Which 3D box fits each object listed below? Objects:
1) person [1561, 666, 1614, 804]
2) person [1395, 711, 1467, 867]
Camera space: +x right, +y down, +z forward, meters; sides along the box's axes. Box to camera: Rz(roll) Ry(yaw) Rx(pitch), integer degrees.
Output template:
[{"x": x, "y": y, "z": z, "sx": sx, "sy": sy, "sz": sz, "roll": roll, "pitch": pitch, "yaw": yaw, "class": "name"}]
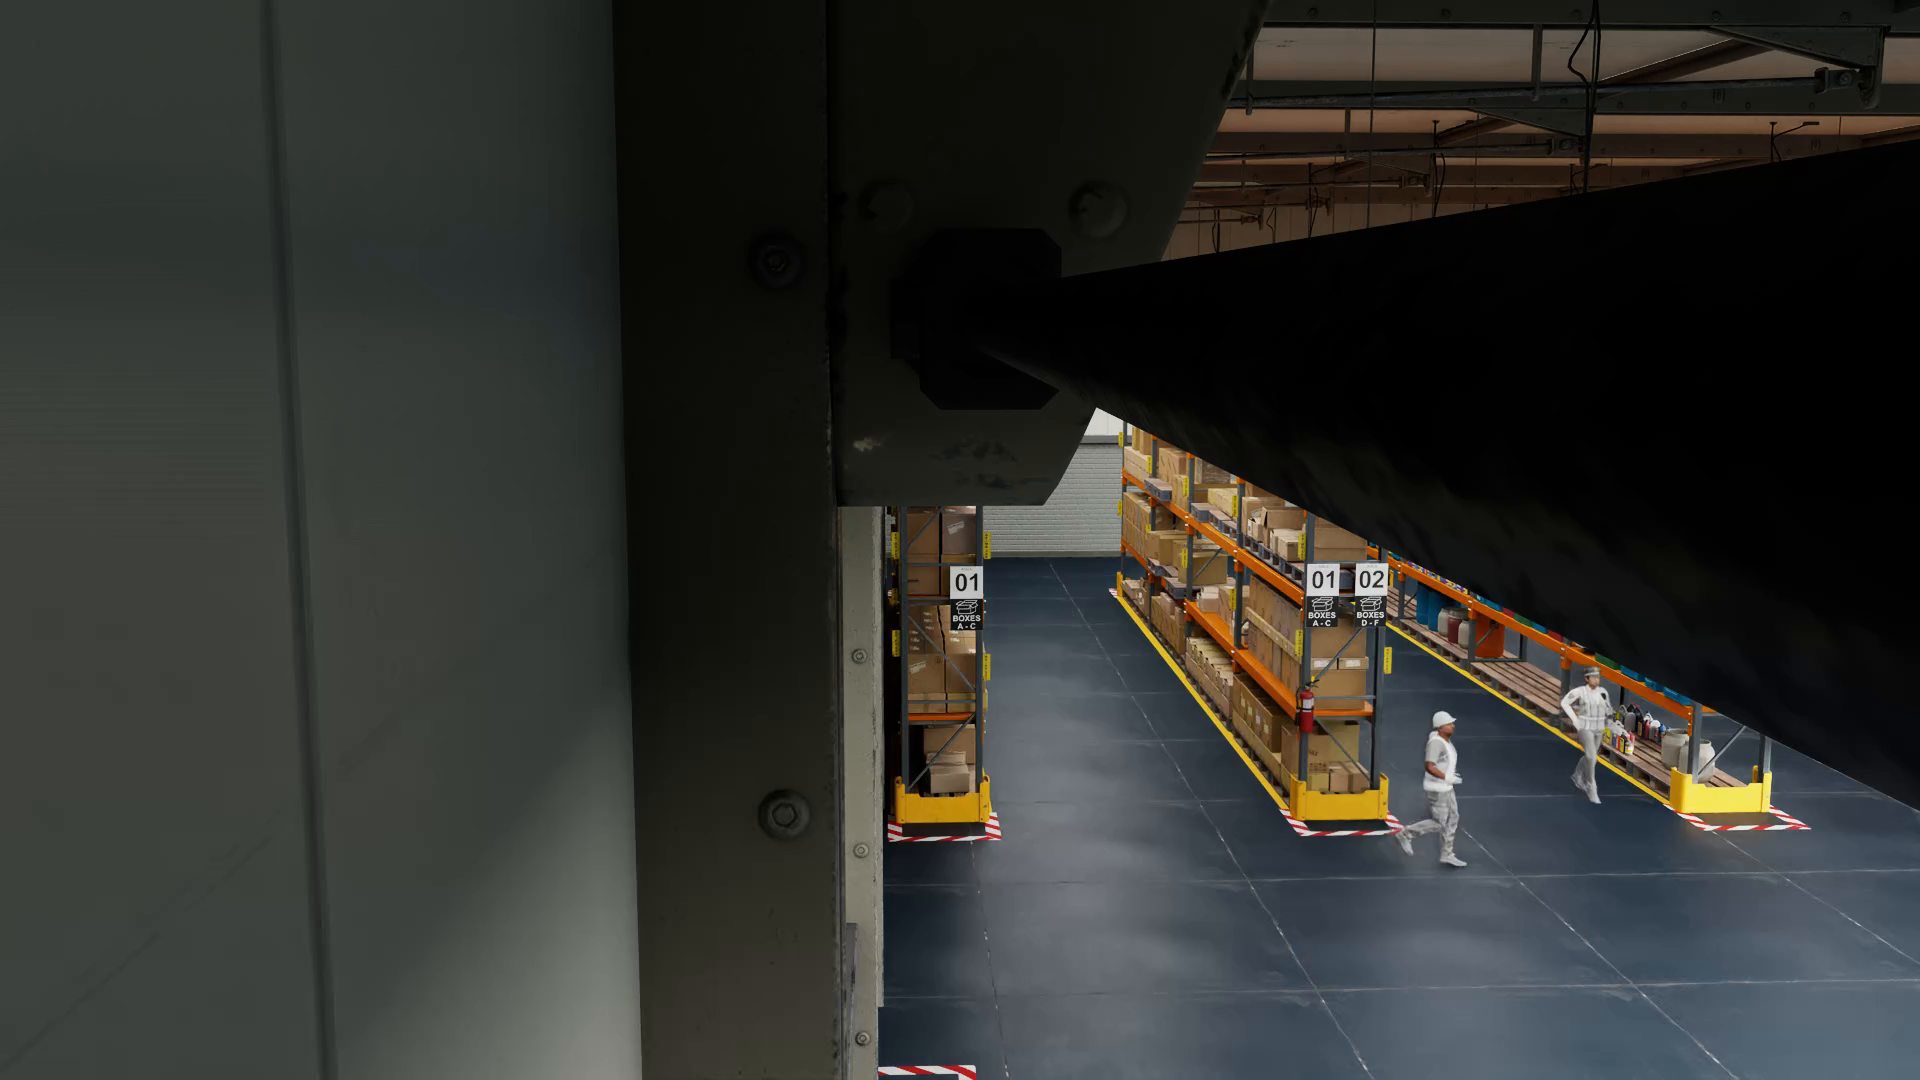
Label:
[{"x": 8.137, "y": 2.482, "z": 21.496, "sx": 0.596, "sy": 1.743, "sz": 0.724, "roll": -2, "pitch": 8, "yaw": -16, "class": "person"}, {"x": 5.383, "y": 2.819, "z": 18.915, "sx": 0.802, "sy": 1.788, "sz": 0.703, "roll": 2, "pitch": 8, "yaw": 14, "class": "person"}]
